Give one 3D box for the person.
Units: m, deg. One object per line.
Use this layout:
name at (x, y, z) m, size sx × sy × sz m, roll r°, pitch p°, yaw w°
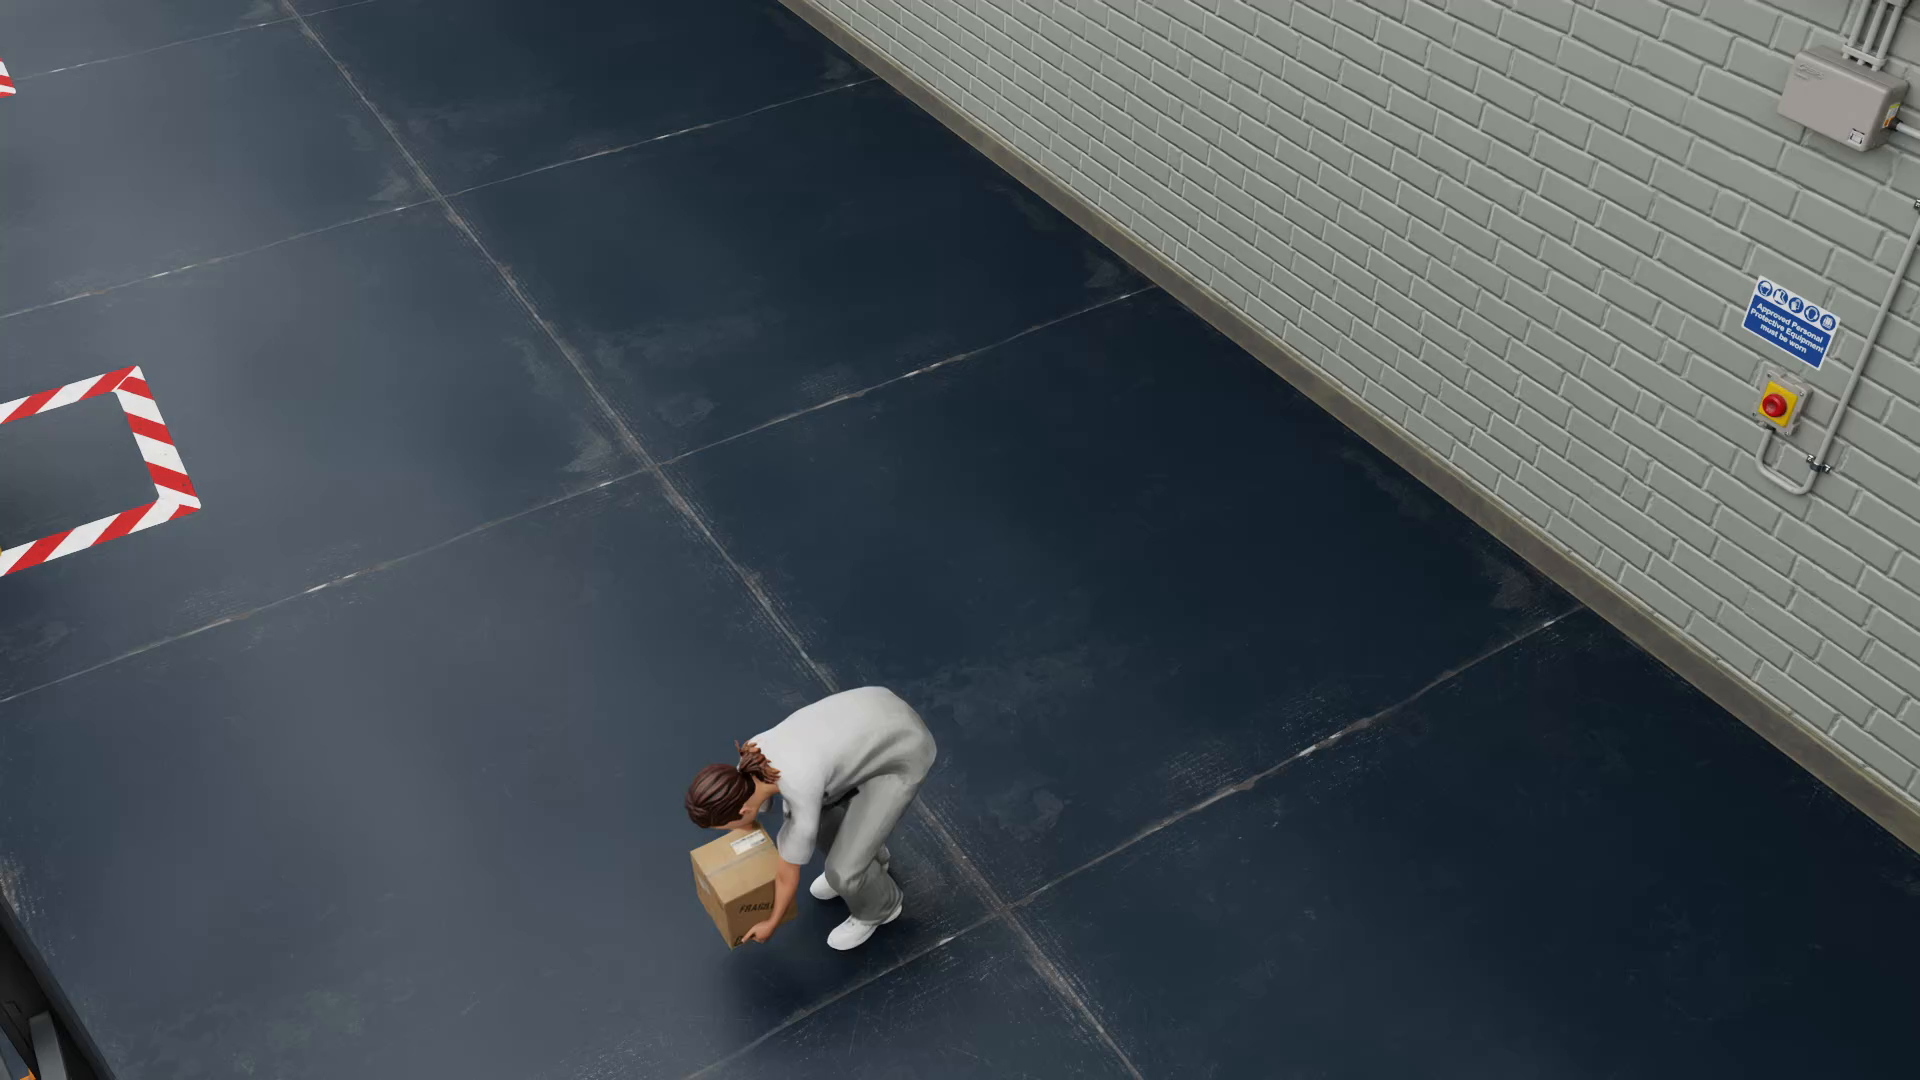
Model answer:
person at (-0.483, 0.957, 5.528) m, size 0.865 × 1.057 × 0.451 m, roll -25°, pitch 47°, yaw -26°
